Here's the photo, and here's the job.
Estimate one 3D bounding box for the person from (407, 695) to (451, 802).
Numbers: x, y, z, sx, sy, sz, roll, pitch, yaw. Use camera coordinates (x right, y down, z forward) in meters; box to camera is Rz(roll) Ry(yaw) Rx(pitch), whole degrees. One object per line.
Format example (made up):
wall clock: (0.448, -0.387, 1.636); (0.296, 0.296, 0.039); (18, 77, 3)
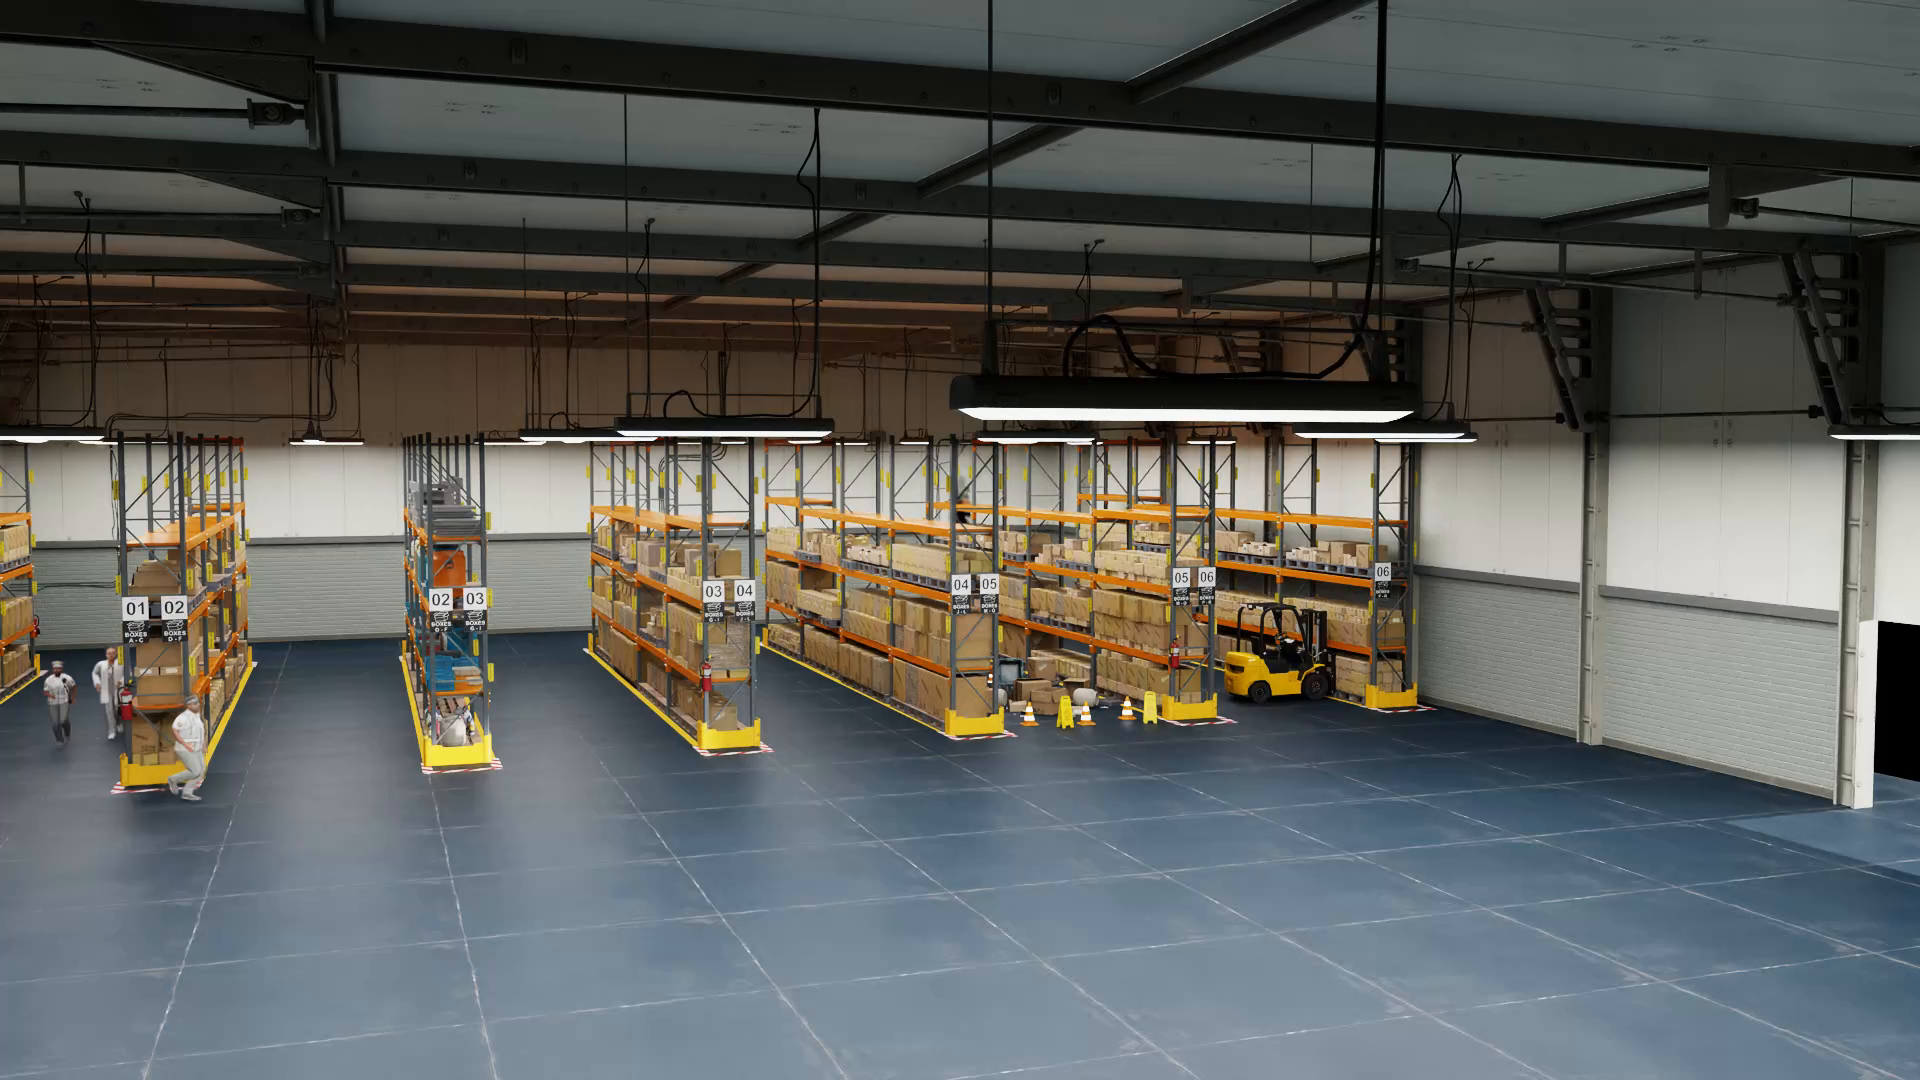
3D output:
person: (-8.578, 3.362, 26.838); (0.618, 1.733, 0.658); (0, 3, 3)

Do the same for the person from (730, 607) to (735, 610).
person: (-6.718, 2.233, 48.850); (0.829, 1.569, 0.494); (2, 4, 30)

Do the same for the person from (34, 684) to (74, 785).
person: (-15.452, 3.327, 28.371); (0.606, 1.759, 0.728); (-2, 4, -30)

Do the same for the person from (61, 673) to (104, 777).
person: (-15.498, 3.230, 29.330); (0.711, 1.769, 0.899); (-1, 3, -21)

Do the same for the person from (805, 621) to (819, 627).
person: (-4.380, 2.146, 49.977); (0.944, 1.671, 0.628); (-2, 4, -27)
